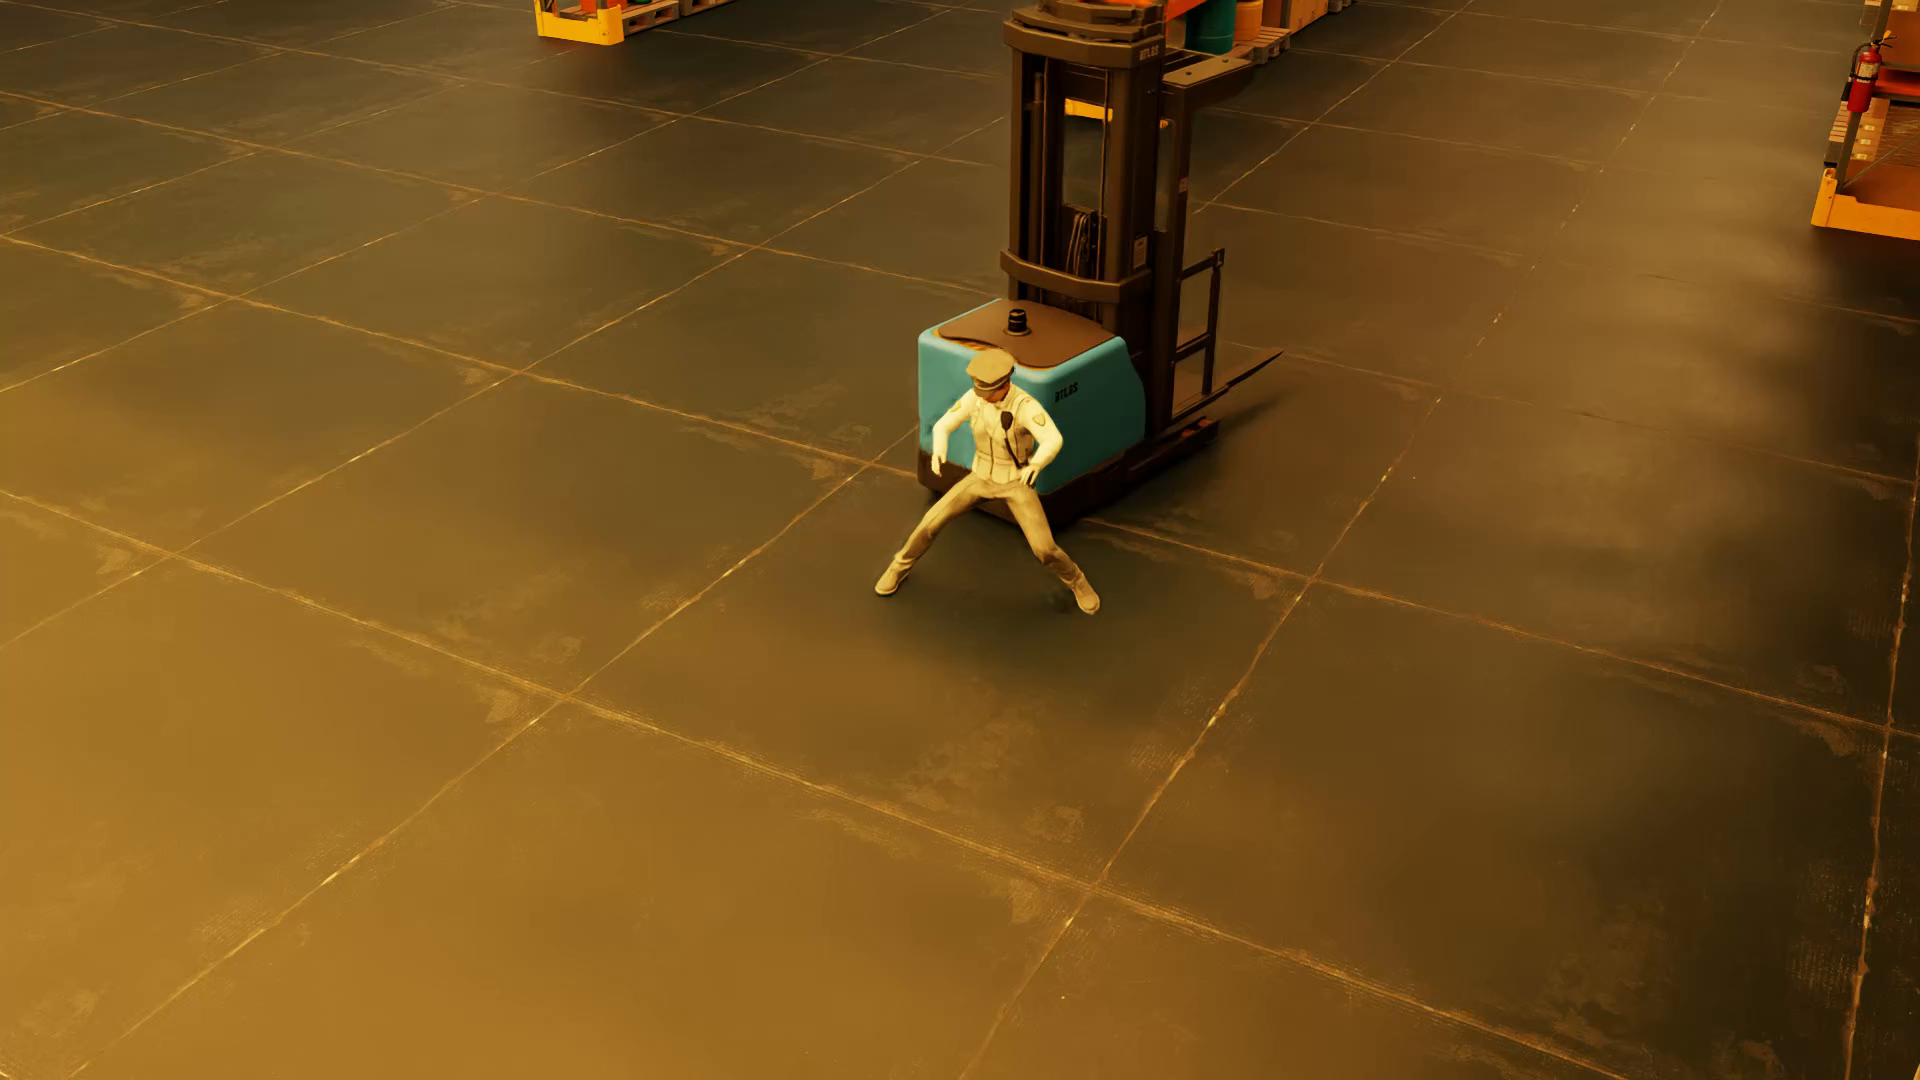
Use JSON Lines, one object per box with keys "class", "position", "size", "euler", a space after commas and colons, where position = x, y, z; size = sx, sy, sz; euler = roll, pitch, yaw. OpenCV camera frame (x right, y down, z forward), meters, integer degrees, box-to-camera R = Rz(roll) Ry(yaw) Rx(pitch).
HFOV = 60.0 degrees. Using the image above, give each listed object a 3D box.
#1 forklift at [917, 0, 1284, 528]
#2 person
{"class": "forklift", "position": [1.077, -1.984, 10.508], "size": [1.130, 2.935, 3.031], "euler": [24, 37, 35]}
{"class": "person", "position": [0.156, -0.296, 9.066], "size": [1.189, 1.467, 0.669], "euler": [19, 35, 29]}
